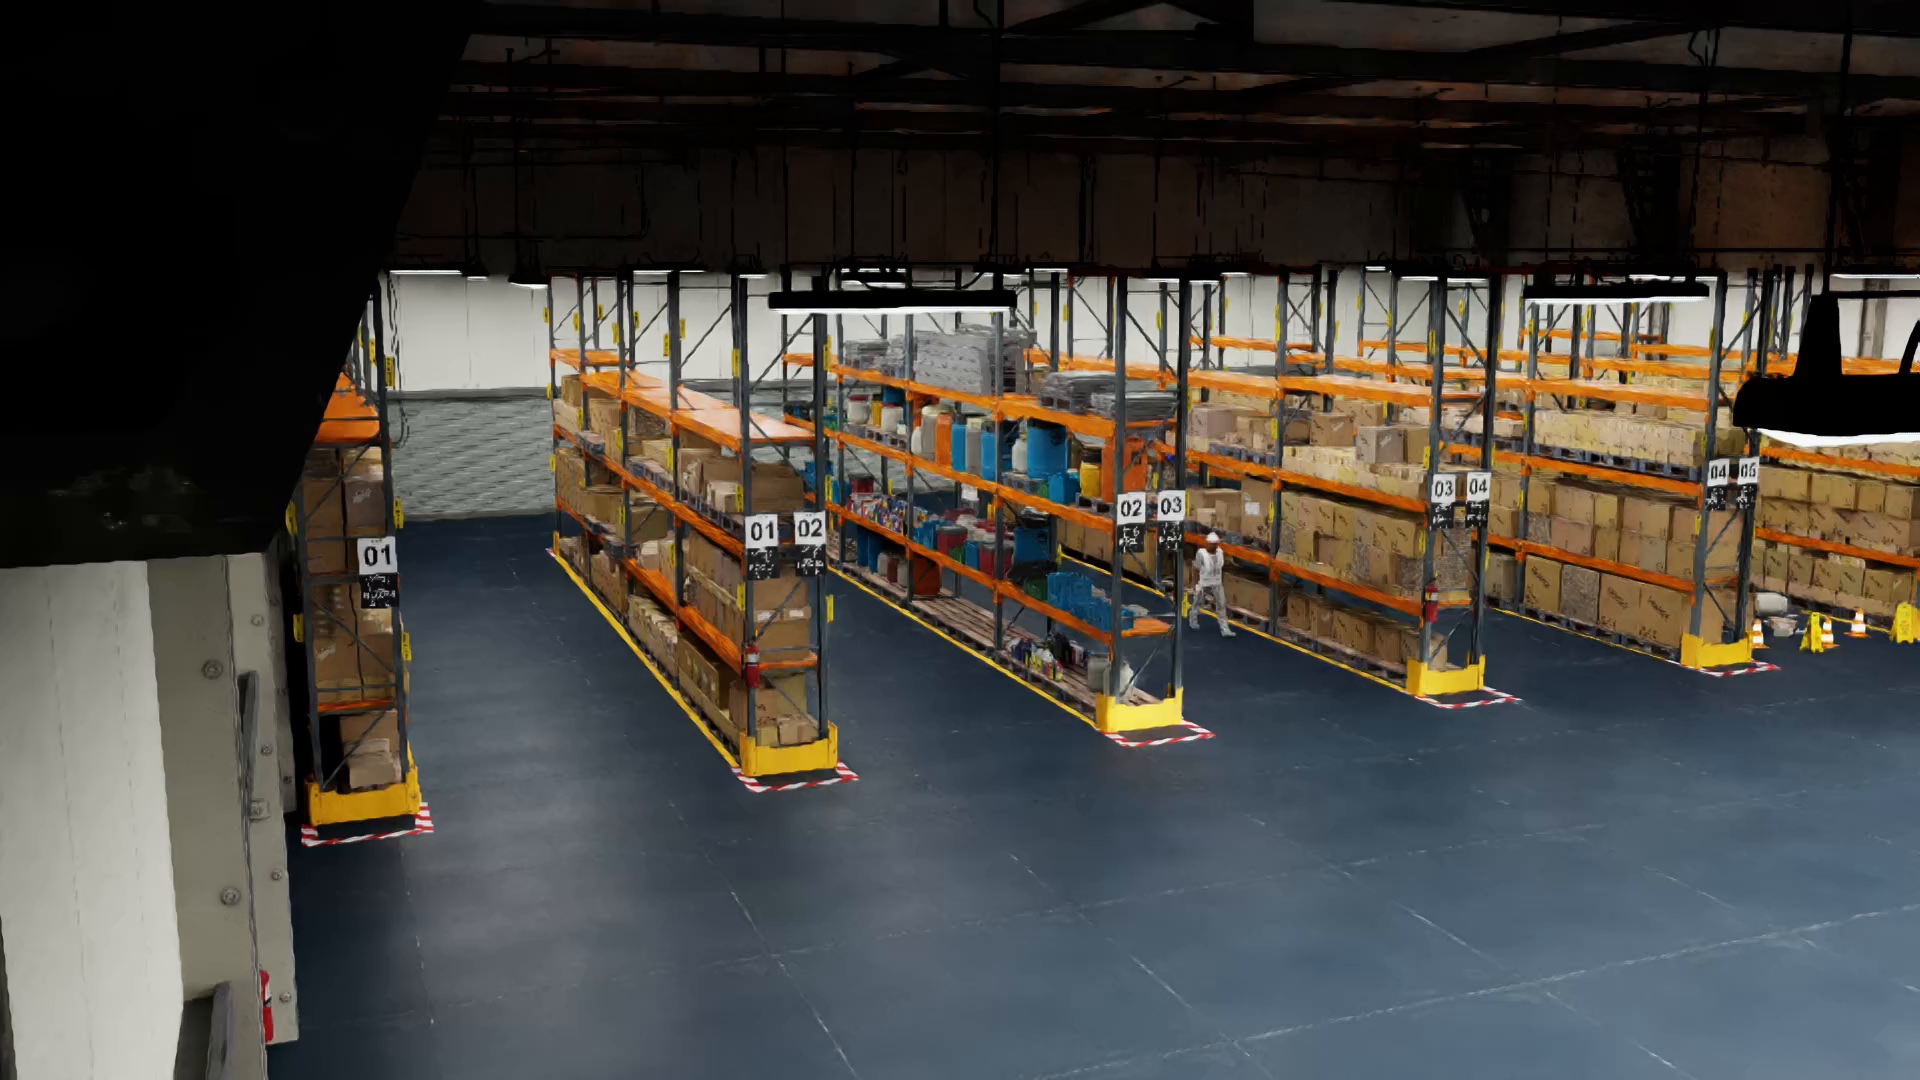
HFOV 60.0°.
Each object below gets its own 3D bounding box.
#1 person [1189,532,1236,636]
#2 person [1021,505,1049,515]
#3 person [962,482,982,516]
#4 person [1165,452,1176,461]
[{"bbox_3d":[4.149,0.709,27.557,0.568,1.703,1.106,-3,10,-18],"label":"person"},{"bbox_3d":[1.475,-0.110,32.302,0.677,1.742,0.552,-4,11,-23],"label":"person"},{"bbox_3d":[0.265,-0.883,36.507,0.628,1.768,0.456,8,13,40],"label":"person"},{"bbox_3d":[5.278,-1.662,41.350,0.623,1.650,0.430,8,13,38],"label":"person"}]
